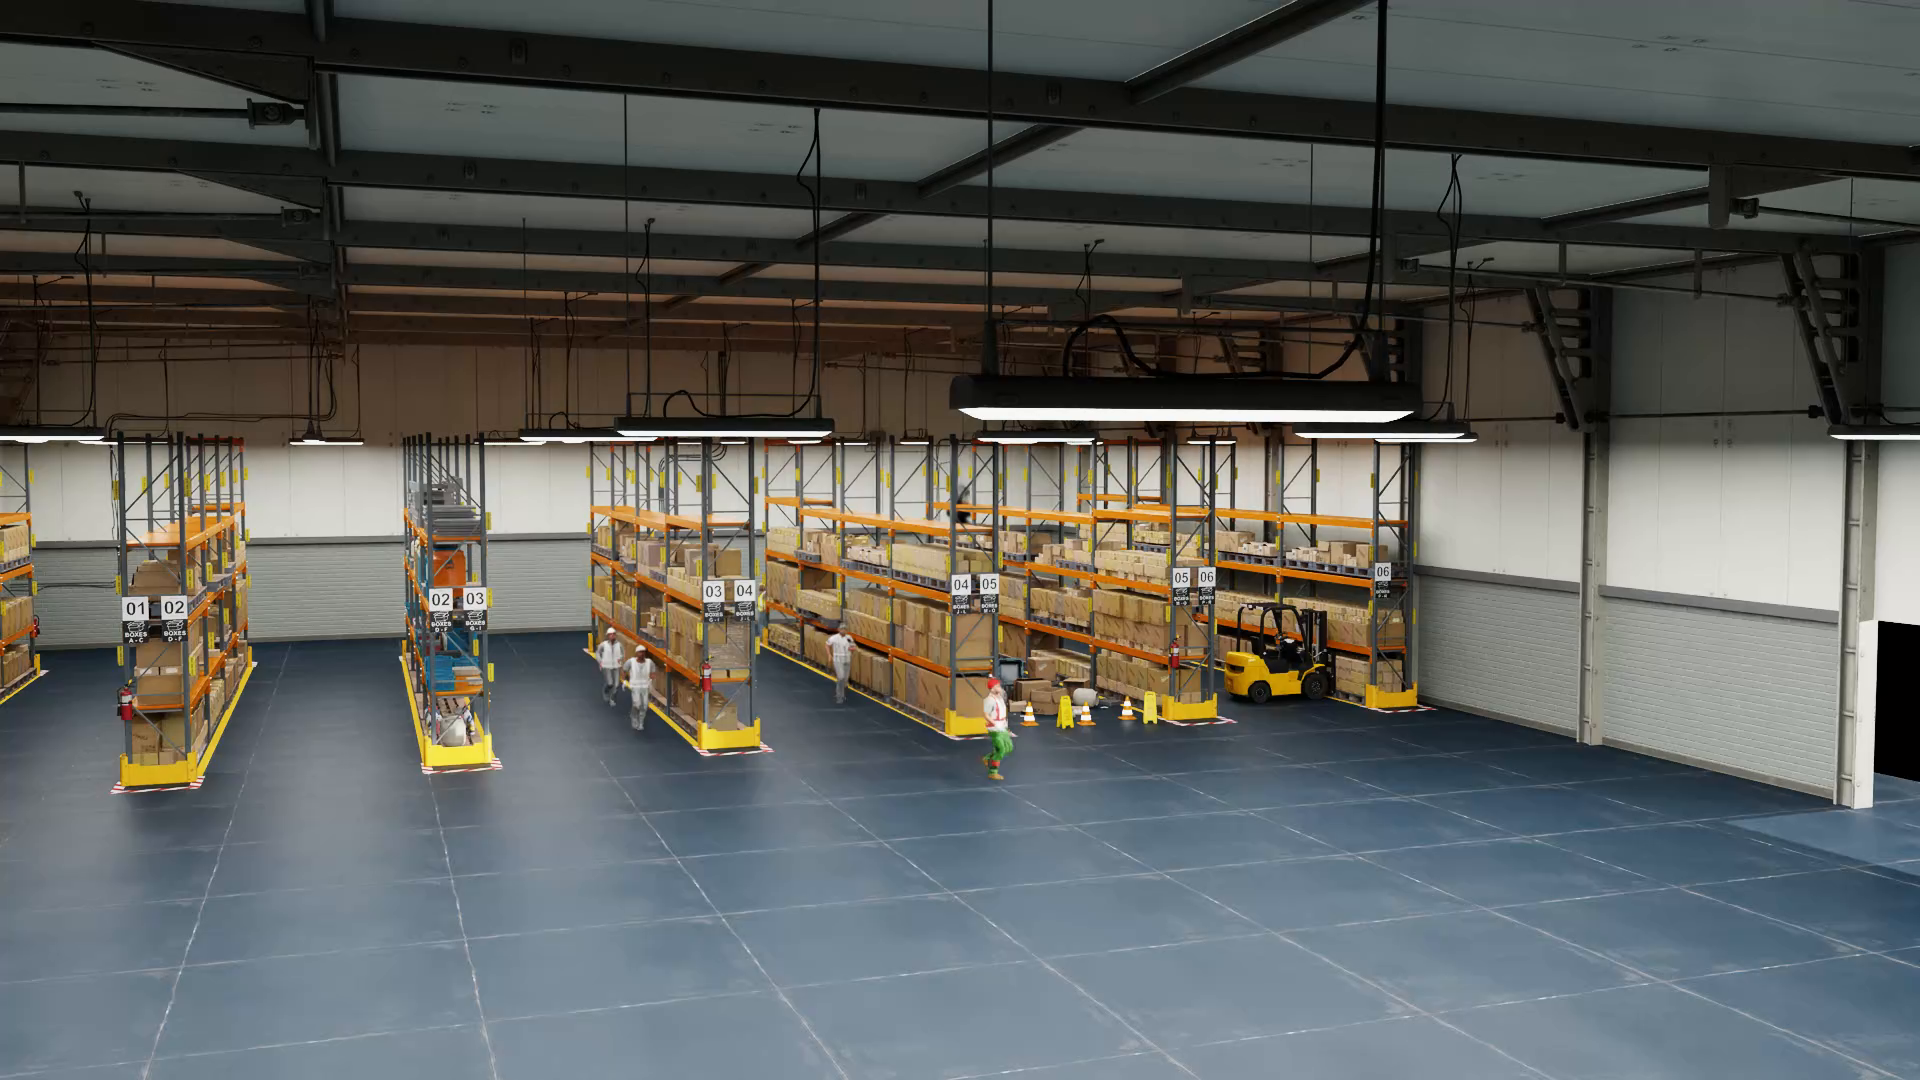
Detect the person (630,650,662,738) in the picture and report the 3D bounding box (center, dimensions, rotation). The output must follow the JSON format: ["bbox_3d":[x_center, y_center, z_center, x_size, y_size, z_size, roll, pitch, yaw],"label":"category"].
[{"bbox_3d":[-6.137,3.033,32.642,0.654,1.736,0.577,-1,3,-19],"label":"person"}]

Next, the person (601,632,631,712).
[{"bbox_3d":[-7.419,2.862,35.964,0.654,1.724,0.596,-1,3,-22],"label":"person"}]

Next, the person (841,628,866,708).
[{"bbox_3d":[-2.323,2.823,36.605,0.620,1.809,0.757,-1,3,-24],"label":"person"}]

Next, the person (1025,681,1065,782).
[{"bbox_3d":[1.475,3.284,28.510,0.676,1.742,0.669,1,3,17],"label":"person"}]
